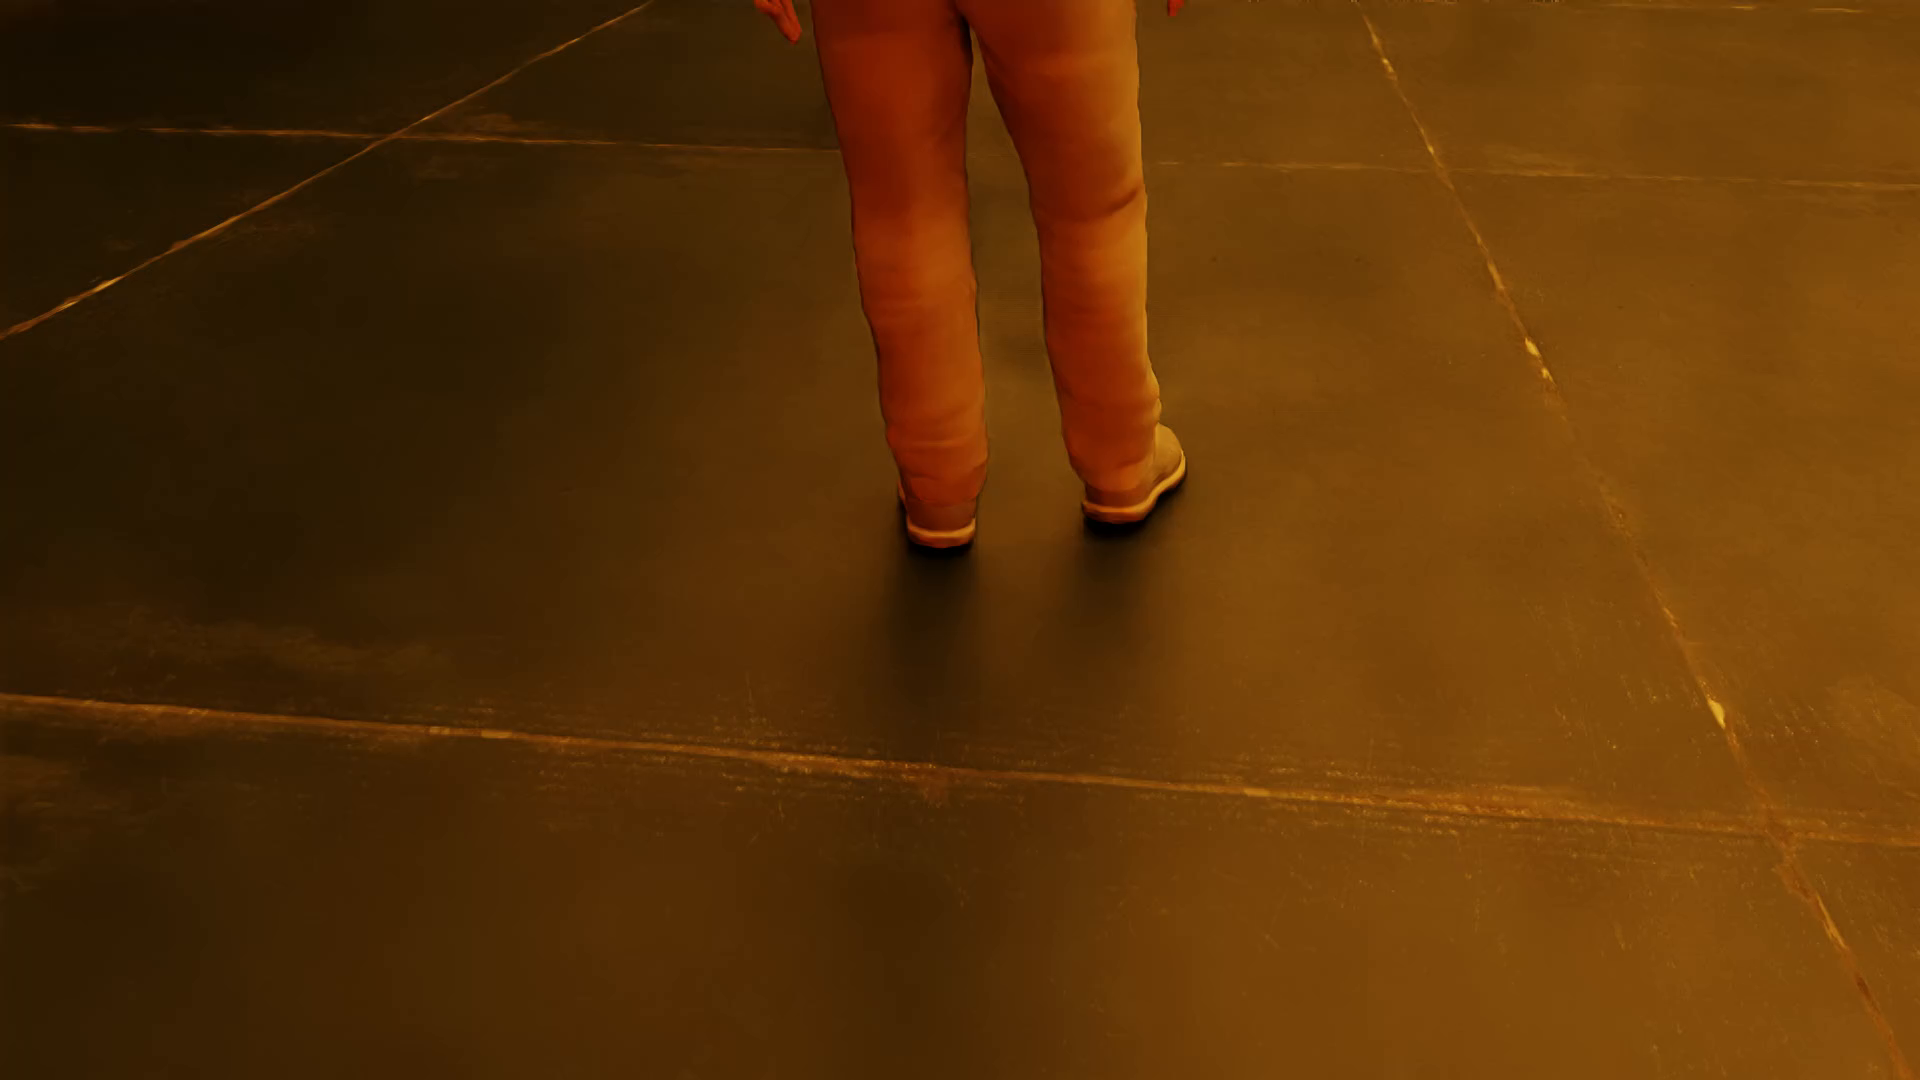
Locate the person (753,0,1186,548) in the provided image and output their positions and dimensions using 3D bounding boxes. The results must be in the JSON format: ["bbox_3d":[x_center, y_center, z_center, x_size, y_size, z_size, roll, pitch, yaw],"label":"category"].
[{"bbox_3d":[0.022,-0.838,2.166,0.640,1.781,0.574,3,27,7],"label":"person"}]
